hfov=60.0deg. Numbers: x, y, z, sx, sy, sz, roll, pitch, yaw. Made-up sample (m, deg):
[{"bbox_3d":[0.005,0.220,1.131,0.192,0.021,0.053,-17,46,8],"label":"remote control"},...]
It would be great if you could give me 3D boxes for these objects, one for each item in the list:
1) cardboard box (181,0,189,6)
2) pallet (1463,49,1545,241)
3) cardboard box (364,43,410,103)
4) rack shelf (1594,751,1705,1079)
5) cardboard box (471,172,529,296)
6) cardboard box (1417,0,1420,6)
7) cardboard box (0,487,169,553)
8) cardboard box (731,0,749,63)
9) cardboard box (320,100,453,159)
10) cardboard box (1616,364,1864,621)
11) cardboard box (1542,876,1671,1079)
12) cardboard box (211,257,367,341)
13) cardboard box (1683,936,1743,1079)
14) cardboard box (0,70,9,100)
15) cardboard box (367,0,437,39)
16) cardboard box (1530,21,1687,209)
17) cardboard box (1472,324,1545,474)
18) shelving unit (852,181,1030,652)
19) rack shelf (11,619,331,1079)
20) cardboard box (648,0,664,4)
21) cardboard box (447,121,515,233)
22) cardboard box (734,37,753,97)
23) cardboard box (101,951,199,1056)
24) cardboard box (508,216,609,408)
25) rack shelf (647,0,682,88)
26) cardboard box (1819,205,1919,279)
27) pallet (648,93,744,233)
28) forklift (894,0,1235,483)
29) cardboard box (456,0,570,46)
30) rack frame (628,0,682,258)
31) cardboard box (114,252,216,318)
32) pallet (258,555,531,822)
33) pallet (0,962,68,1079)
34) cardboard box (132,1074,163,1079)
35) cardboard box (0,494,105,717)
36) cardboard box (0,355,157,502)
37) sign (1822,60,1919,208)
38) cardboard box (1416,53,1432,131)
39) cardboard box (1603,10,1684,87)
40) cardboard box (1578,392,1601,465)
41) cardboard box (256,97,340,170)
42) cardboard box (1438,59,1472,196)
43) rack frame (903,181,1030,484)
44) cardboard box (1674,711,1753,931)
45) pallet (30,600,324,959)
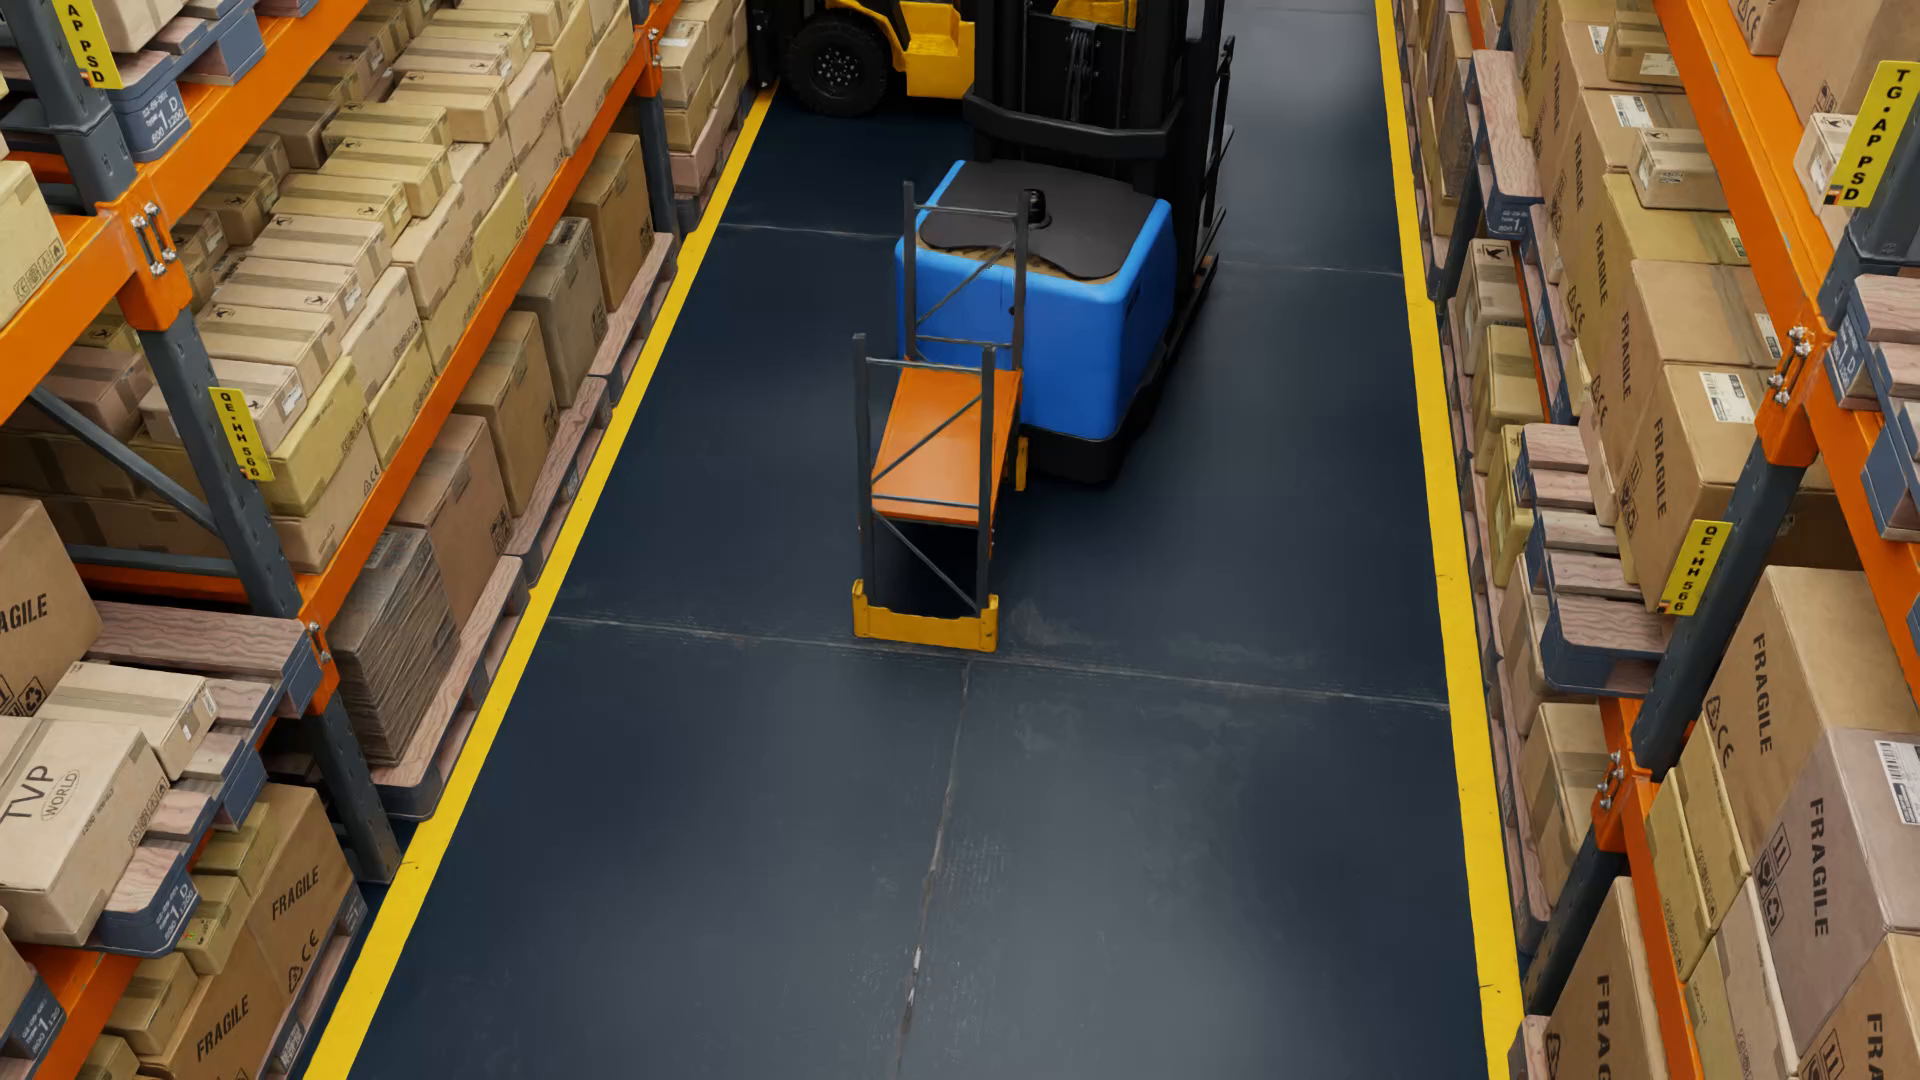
[{"bbox_3d":[-2.186,-1.726,4.259,0.500,0.500,0.500,6,44,6],"label":"cardboard box"},{"bbox_3d":[2.681,-1.641,6.941,1.003,0.211,1.213,5,44,6],"label":"pallet"},{"bbox_3d":[-2.471,-1.781,6.695,0.500,0.250,0.500,4,44,5],"label":"cardboard box"},{"bbox_3d":[2.133,2.132,3.340,1.077,0.370,4.000,5,44,6],"label":"rack shelf"},{"bbox_3d":[-2.019,-1.214,6.459,0.500,0.250,0.500,7,44,7],"label":"cardboard box"},{"bbox_3d":[3.007,-3.473,9.885,0.500,0.500,0.500,4,44,4],"label":"cardboard box"},{"bbox_3d":[-2.717,-0.216,5.405,0.500,0.250,0.500,4,44,5],"label":"cardboard box"},{"bbox_3d":[-1.482,-2.989,9.556,0.500,0.250,0.500,5,44,5],"label":"cardboard box"},{"bbox_3d":[-2.090,-1.470,6.076,0.380,0.149,0.250,5,44,6],"label":"cardboard box"},{"bbox_3d":[2.182,-0.124,4.605,0.500,0.500,0.500,4,44,4],"label":"cardboard box"},{"bbox_3d":[2.224,1.590,4.629,0.875,0.875,0.875,5,44,5],"label":"cardboard box"},{"bbox_3d":[-2.146,-0.762,5.329,0.380,0.149,0.250,6,44,7],"label":"cardboard box"},{"bbox_3d":[2.033,1.225,3.884,0.500,0.250,0.500,4,44,4],"label":"cardboard box"},{"bbox_3d":[-2.275,-0.967,3.511,0.380,0.149,0.250,7,44,7],"label":"cardboard box"},{"bbox_3d":[-2.388,-2.194,6.841,0.380,0.149,0.250,5,44,5],"label":"cardboard box"},{"bbox_3d":[2.436,-1.544,6.105,0.500,0.500,0.500,5,44,5],"label":"cardboard box"},{"bbox_3d":[2.768,-0.568,7.274,0.950,0.372,0.625,8,44,8],"label":"cardboard box"},{"bbox_3d":[-0.059,-0.484,6.666,0.587,1.500,1.083,6,44,6],"label":"shelving unit"},{"bbox_3d":[-2.787,1.684,3.813,1.077,0.370,4.000,5,44,6],"label":"rack shelf"},{"bbox_3d":[-1.677,-2.982,8.145,0.500,0.500,0.500,4,44,4],"label":"cardboard box"},{"bbox_3d":[-2.025,-1.395,6.287,0.500,0.250,0.500,6,44,6],"label":"cardboard box"},{"bbox_3d":[-1.498,-2.819,9.740,0.500,0.250,0.500,6,44,6],"label":"cardboard box"},{"bbox_3d":[-2.421,1.303,4.733,0.380,0.149,0.250,4,44,4],"label":"cardboard box"},{"bbox_3d":[-2.162,-1.072,7.622,0.875,0.625,0.625,5,44,5],"label":"cardboard box"},{"bbox_3d":[-1.730,-3.769,9.572,1.077,0.370,4.000,5,44,6],"label":"rack shelf"},{"bbox_3d":[2.231,-0.724,3.834,0.380,0.149,0.250,5,44,6],"label":"cardboard box"},{"bbox_3d":[-1.848,-2.192,9.412,1.003,0.211,1.213,5,44,6],"label":"pallet"},{"bbox_3d":[0.697,-2.348,7.598,1.130,2.935,3.031,14,45,15],"label":"forklift"},{"bbox_3d":[-1.823,-2.155,6.799,0.380,0.149,0.250,4,44,4],"label":"cardboard box"},{"bbox_3d":[-1.994,-2.667,7.885,1.000,3.000,0.127,5,44,6],"label":"rack frame"},{"bbox_3d":[-2.662,-0.812,5.381,0.380,0.149,0.250,5,44,5],"label":"cardboard box"},{"bbox_3d":[-2.375,0.514,6.553,1.003,0.211,1.213,5,44,6],"label":"pallet"},{"bbox_3d":[-2.776,1.455,3.671,1.003,0.211,1.213,5,44,6],"label":"pallet"},{"bbox_3d":[-2.509,1.819,4.660,0.500,0.500,0.500,7,44,7],"label":"cardboard box"},{"bbox_3d":[-2.746,0.207,4.471,0.500,0.500,0.500,7,44,7],"label":"cardboard box"},{"bbox_3d":[-2.739,-0.399,5.235,0.500,0.250,0.500,6,44,6],"label":"cardboard box"},{"bbox_3d":[1.860,-0.820,3.376,0.100,0.325,0.005,5,44,6],"label":"sign"},{"bbox_3d":[2.870,-2.509,9.413,0.500,0.250,0.500,6,44,6],"label":"cardboard box"},{"bbox_3d":[2.472,-1.712,5.810,0.380,0.149,0.250,8,44,8],"label":"cardboard box"},{"bbox_3d":[2.202,-0.334,5.298,0.380,0.149,0.250,3,44,4],"label":"cardboard box"},{"bbox_3d":[-2.497,-1.501,6.109,0.380,0.149,0.250,6,44,7],"label":"cardboard box"},{"bbox_3d":[2.739,-2.072,8.406,0.500,0.500,0.500,5,44,5],"label":"cardboard box"},{"bbox_3d":[0.017,-0.836,7.037,0.500,1.500,0.032,6,44,6],"label":"rack frame"},{"bbox_3d":[2.086,0.704,4.070,0.500,0.250,0.500,5,44,5],"label":"cardboard box"},{"bbox_3d":[-2.543,0.597,4.577,1.213,0.211,1.003,5,44,6],"label":"pallet"}]
